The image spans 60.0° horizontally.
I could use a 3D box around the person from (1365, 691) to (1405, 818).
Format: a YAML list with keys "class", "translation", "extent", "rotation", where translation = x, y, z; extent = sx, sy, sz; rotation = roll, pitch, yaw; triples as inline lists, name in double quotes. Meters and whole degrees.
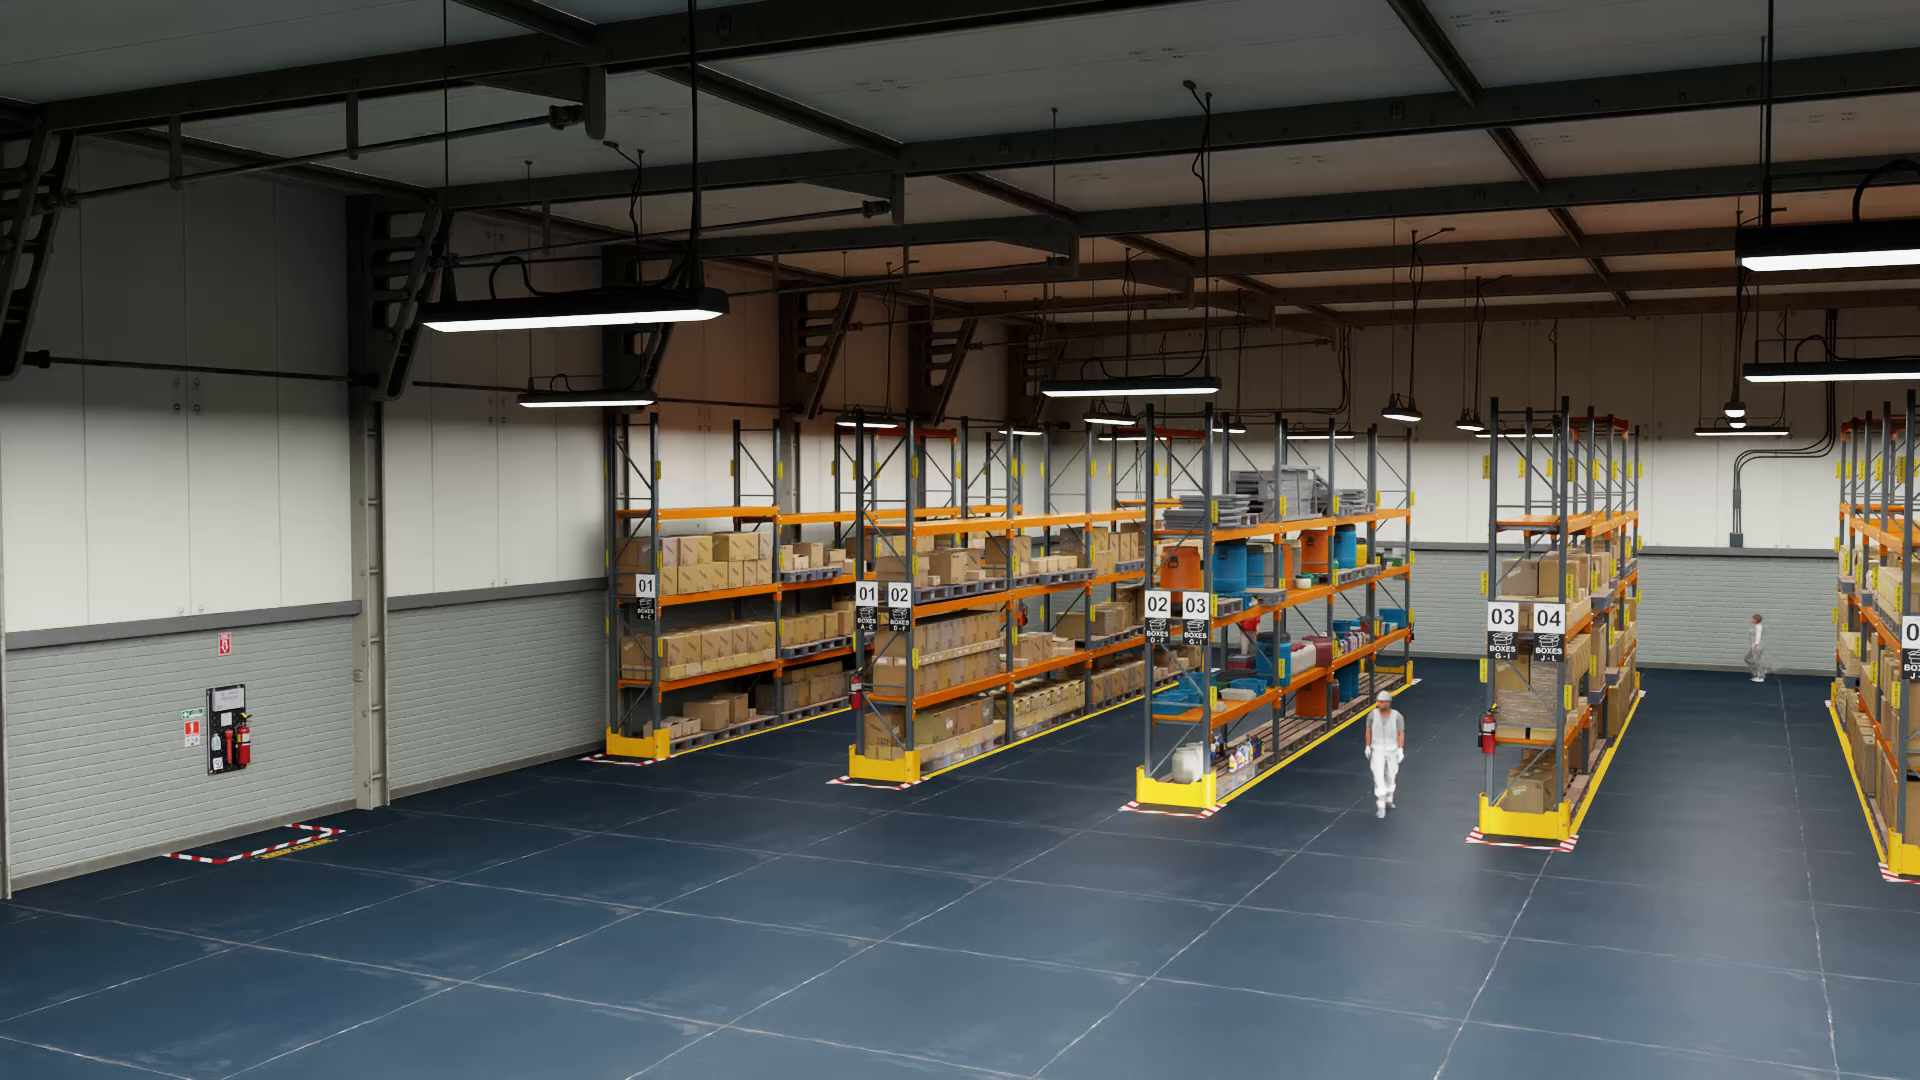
- class: "person"
  translation: [6.191, 3.091, 24.227]
  extent: [0.561, 1.782, 0.838]
  rotation: [1, 2, 15]

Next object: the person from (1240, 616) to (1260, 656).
- class: "person"
  translation: [7.254, 2.394, 41.621]
  extent: [0.519, 1.671, 1.070]
  rotation: [0, 2, 11]

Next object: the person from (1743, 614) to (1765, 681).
- class: "person"
  translation: [18.764, 2.541, 39.242]
  extent: [0.436, 1.608, 0.452]
  rotation: [0, 2, 7]
